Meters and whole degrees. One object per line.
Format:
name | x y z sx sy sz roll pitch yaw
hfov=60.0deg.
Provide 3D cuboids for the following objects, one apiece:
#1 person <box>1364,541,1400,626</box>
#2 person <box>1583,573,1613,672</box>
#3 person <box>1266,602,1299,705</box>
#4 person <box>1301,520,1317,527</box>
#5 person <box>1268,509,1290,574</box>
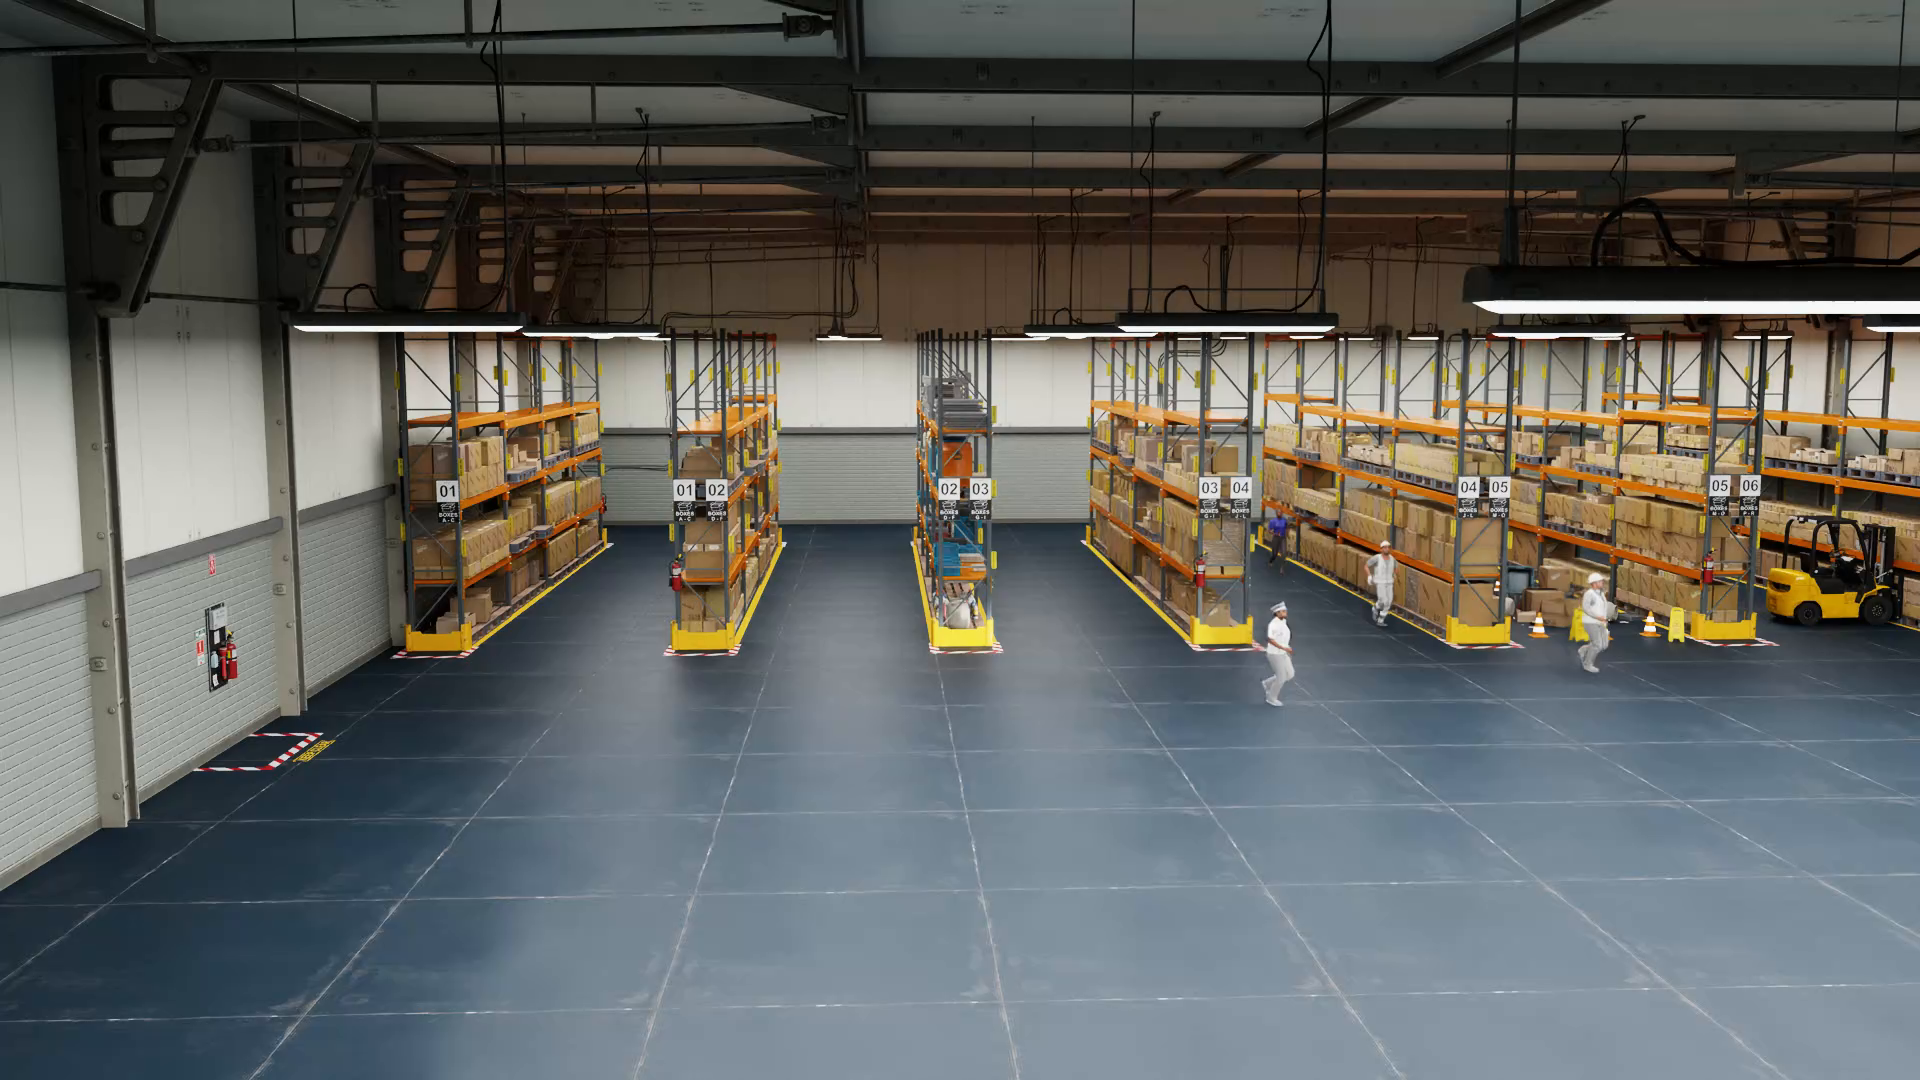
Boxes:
person | 8.590 0.896 33.581 0.660 1.750 0.612 -2 7 -14
person | 11.187 1.438 29.108 0.588 1.732 0.691 6 9 44
person | 5.142 1.802 26.402 0.571 1.653 0.601 4 8 32
person | 10.383 -0.887 49.172 0.845 1.629 0.597 0 7 -4
person | 7.990 0.069 41.582 0.582 1.523 0.704 -1 7 -9
